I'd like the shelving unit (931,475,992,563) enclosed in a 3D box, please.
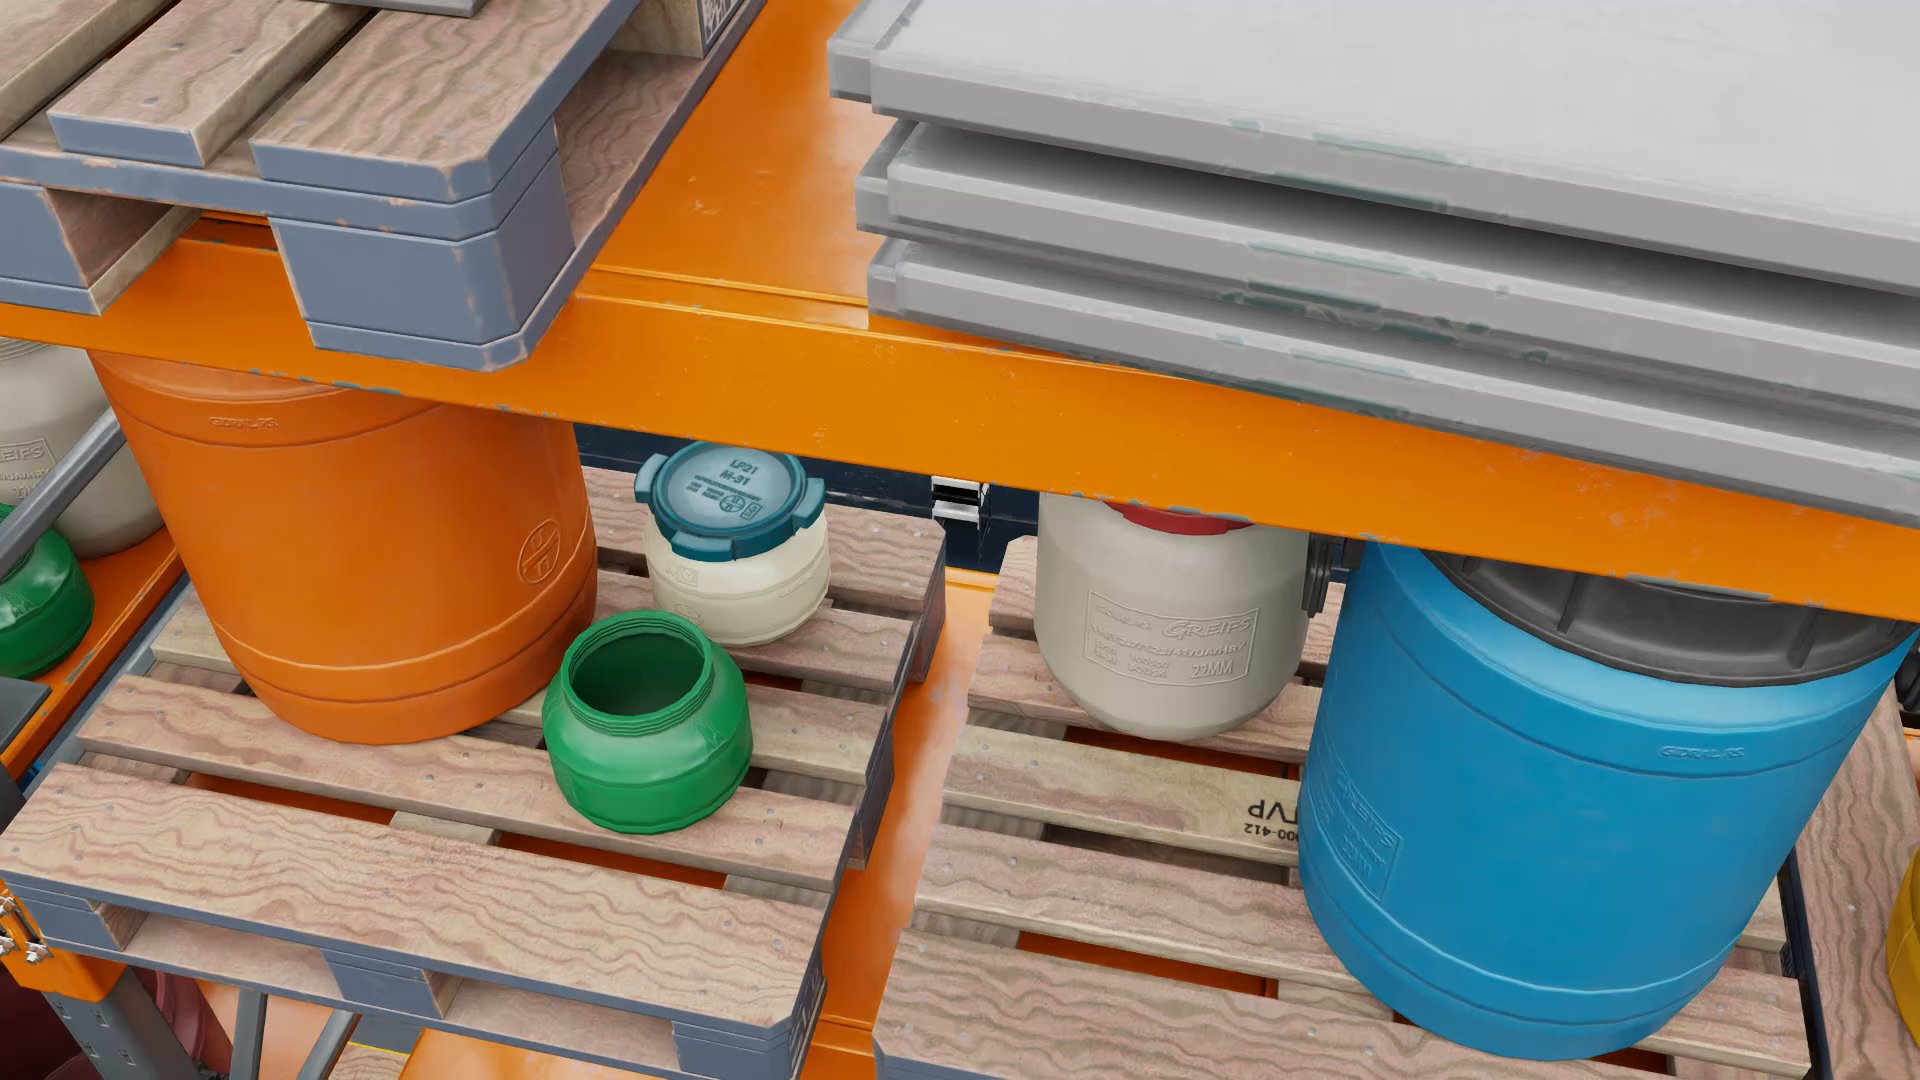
[{"bbox_3d":[0.008,-0.323,6.897,0.210,0.900,0.258,9,45,9],"label":"shelving unit"}]

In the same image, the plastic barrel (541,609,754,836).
[{"bbox_3d":[-0.454,0.262,2.421,0.294,0.245,0.294,0,44,0],"label":"plastic barrel"}]

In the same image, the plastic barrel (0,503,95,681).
[{"bbox_3d":[-1.690,0.095,2.898,0.294,0.245,0.294,0,44,0],"label":"plastic barrel"}]

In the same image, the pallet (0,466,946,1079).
[{"bbox_3d":[-0.713,0.292,2.717,1.213,0.211,1.003,9,45,9],"label":"pallet"}]

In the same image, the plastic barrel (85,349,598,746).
[{"bbox_3d":[-0.885,-0.177,2.455,0.708,0.830,0.600,9,45,9],"label":"plastic barrel"}]

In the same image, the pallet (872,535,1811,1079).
[{"bbox_3d":[0.572,0.493,2.508,1.213,0.211,1.003,9,45,9],"label":"pallet"}]

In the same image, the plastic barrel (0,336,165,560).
[{"bbox_3d":[-1.674,-0.253,3.066,0.421,0.512,0.421,0,44,0],"label":"plastic barrel"}]

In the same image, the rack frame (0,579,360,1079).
[{"bbox_3d":[-1.438,1.122,3.881,0.127,3.000,1.000,9,45,9],"label":"rack frame"}]

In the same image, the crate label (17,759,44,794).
[{"bbox_3d":[-2.349,0.776,4.215,0.616,0.435,0.502,9,45,9],"label":"crate label"}]

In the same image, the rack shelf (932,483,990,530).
[{"bbox_3d":[0.008,-0.169,7.045,0.200,0.077,0.258,9,45,9],"label":"rack shelf"}]

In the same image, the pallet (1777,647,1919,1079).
[{"bbox_3d":[1.679,0.663,2.332,1.003,0.211,1.213,9,45,9],"label":"pallet"}]

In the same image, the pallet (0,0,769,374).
[{"bbox_3d":[-0.741,-0.697,1.870,1.003,0.211,1.213,9,45,9],"label":"pallet"}]

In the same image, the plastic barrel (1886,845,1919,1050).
[{"bbox_3d":[1.530,0.427,2.002,0.600,0.588,0.600,0,44,0],"label":"plastic barrel"}]

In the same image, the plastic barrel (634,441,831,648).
[{"bbox_3d":[-0.360,0.003,2.678,0.301,0.262,0.301,0,44,0],"label":"plastic barrel"}]

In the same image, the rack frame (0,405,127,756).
[{"bbox_3d":[-1.438,-1.039,1.801,0.127,3.000,1.000,9,45,9],"label":"rack frame"}]

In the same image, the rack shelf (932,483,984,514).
[{"bbox_3d":[0.008,-0.234,6.982,0.200,0.077,0.258,9,45,9],"label":"rack shelf"}]

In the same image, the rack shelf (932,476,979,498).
[{"bbox_3d":[0.008,-0.299,6.920,0.200,0.077,0.258,9,45,9],"label":"rack shelf"}]

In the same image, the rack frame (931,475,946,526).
[{"bbox_3d":[-0.091,-0.338,6.913,0.006,0.900,0.240,9,45,9],"label":"rack frame"}]

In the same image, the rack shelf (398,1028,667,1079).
[{"bbox_3d":[0.514,1.684,3.816,4.000,0.370,1.077,9,45,9],"label":"rack shelf"}]

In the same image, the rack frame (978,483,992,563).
[{"bbox_3d":[0.107,-0.308,6.881,0.006,0.900,0.240,9,45,9],"label":"rack frame"}]

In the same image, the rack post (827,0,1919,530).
[{"bbox_3d":[0.462,-0.474,1.574,0.954,0.300,0.937,13,45,13],"label":"rack post"}]

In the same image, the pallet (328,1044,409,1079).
[{"bbox_3d":[-2.186,1.983,4.997,1.213,0.211,1.003,9,45,9],"label":"pallet"}]

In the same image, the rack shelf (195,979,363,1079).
[{"bbox_3d":[-3.390,1.079,4.445,4.000,0.370,1.077,9,45,9],"label":"rack shelf"}]

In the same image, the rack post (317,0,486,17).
[{"bbox_3d":[-0.722,-0.930,1.742,0.937,0.300,0.954,9,45,9],"label":"rack post"}]

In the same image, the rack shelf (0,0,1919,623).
[{"bbox_3d":[0.514,-0.333,1.874,4.000,0.370,1.077,9,45,9],"label":"rack shelf"}]

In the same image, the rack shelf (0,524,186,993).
[{"bbox_3d":[-3.390,-0.002,3.405,4.000,0.370,1.077,9,45,9],"label":"rack shelf"}]

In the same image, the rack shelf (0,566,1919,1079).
[{"bbox_3d":[0.514,0.604,2.776,4.000,0.370,1.077,9,45,9],"label":"rack shelf"}]

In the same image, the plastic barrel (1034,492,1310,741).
[{"bbox_3d":[0.325,0.008,2.475,0.433,0.535,0.433,0,44,0],"label":"plastic barrel"}]

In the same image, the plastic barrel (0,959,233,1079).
[{"bbox_3d":[-1.957,1.208,3.694,0.708,0.536,0.600,9,45,9],"label":"plastic barrel"}]

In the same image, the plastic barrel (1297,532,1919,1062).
[{"bbox_3d":[0.766,0.160,2.053,0.708,0.901,0.600,9,45,9],"label":"plastic barrel"}]
